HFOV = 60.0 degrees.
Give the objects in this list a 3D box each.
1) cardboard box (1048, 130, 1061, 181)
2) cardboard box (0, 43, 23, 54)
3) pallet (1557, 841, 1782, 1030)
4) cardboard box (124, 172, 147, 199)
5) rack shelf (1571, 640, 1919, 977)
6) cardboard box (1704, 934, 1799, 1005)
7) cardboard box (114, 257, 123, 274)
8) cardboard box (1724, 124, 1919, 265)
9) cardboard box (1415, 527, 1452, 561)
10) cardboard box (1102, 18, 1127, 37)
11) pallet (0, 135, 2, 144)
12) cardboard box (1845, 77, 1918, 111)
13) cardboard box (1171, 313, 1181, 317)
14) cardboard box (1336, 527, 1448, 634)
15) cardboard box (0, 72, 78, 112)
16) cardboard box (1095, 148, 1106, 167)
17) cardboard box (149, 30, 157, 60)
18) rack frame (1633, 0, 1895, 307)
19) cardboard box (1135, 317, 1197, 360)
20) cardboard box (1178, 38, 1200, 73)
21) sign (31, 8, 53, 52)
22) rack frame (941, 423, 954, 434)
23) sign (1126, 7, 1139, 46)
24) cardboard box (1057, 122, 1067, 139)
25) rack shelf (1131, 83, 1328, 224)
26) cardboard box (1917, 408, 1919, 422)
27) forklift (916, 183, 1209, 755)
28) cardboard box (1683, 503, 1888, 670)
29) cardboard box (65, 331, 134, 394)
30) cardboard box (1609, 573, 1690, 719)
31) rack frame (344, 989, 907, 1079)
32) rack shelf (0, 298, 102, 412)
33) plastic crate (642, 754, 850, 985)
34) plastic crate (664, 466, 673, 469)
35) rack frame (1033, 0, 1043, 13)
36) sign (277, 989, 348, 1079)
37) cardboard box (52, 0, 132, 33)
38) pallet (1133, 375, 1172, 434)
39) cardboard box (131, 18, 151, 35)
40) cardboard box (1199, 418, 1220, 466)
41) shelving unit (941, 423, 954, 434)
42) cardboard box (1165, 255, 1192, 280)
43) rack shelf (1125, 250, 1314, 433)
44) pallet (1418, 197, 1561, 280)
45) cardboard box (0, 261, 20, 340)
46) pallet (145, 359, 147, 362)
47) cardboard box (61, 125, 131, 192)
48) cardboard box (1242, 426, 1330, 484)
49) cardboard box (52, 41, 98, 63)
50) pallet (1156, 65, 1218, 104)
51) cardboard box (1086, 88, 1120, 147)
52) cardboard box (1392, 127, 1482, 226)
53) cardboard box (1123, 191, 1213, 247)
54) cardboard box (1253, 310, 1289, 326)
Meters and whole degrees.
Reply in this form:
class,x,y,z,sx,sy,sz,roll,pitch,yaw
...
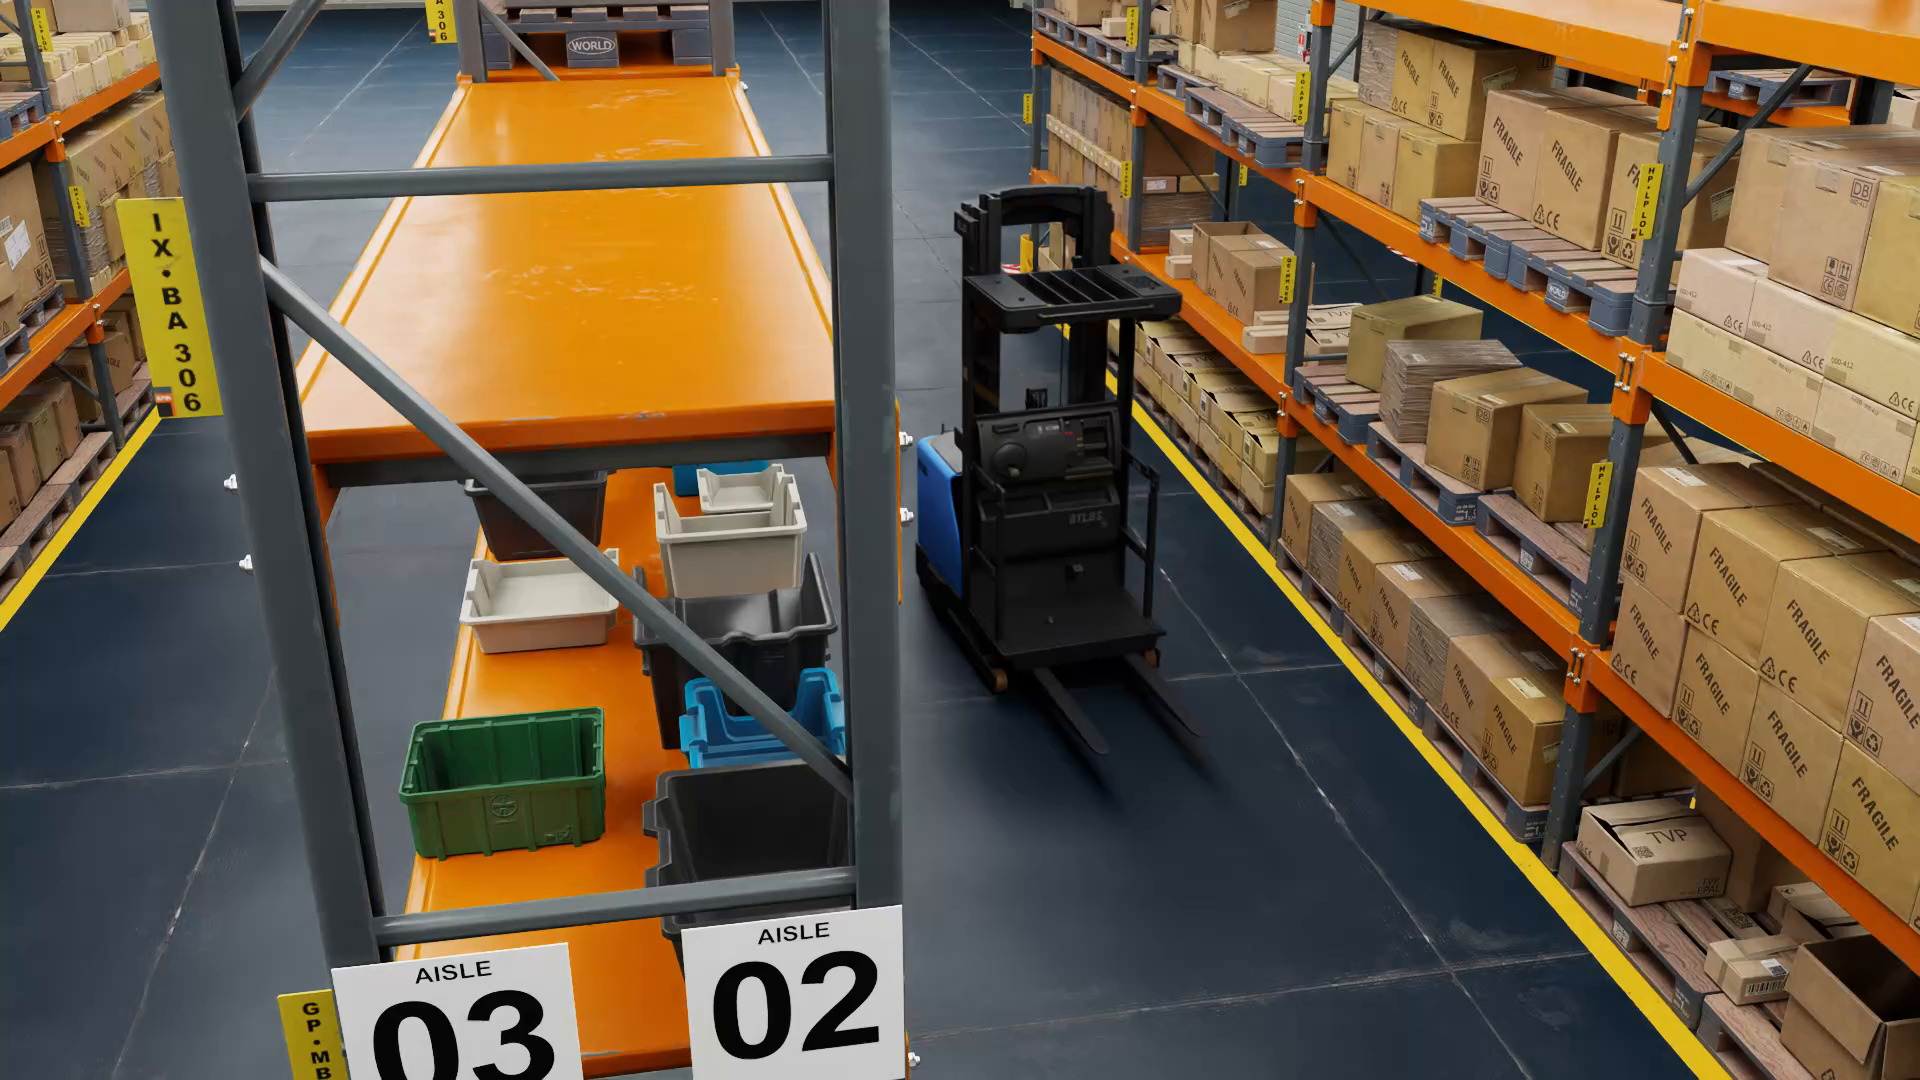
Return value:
class,x,y,z,sx,sy,sz,roll,pitch,yaw
cardboard box,1.380,-4.299,18.464,0.700,0.500,0.500,-4,24,-10
cardboard box,-8.177,-4.146,14.179,0.380,0.149,0.250,-3,24,-8
pallet,3.651,1.830,8.039,1.003,0.211,1.213,-4,24,-10
cardboard box,-8.014,-3.085,15.312,0.875,0.500,0.500,-4,24,-10
rack shelf,3.895,1.398,6.442,1.077,0.370,4.000,-4,24,-10
cardboard box,3.560,1.899,7.386,0.380,0.166,0.250,-4,24,-10
cardboard box,-7.597,-2.418,14.595,0.380,0.149,0.250,-4,24,-10
cardboard box,3.653,-1.408,6.847,0.700,0.500,0.500,-4,24,-10
cardboard box,3.285,0.207,10.845,0.500,0.500,0.500,-5,24,-12
cardboard box,1.554,-4.835,15.682,0.380,0.149,0.250,-4,24,-10
pallet,-7.486,-2.763,11.559,1.213,0.211,1.003,-4,24,-10
cardboard box,7.504,-3.607,13.103,0.797,0.503,0.637,-1,24,-2
cardboard box,2.268,-2.346,16.091,0.500,0.500,0.500,-4,24,-10
cardboard box,2.779,0.256,10.733,0.500,0.500,0.500,-5,24,-10
cardboard box,-7.522,-3.635,13.507,0.500,0.250,0.500,-5,24,-12
cardboard box,1.552,-3.799,16.507,0.380,0.149,0.250,-4,24,-8
cardboard box,-8.091,-4.842,16.270,0.500,0.250,0.500,-4,24,-9
rack frame,3.525,-2.467,6.899,1.000,3.000,0.127,-4,24,-10
cardboard box,1.877,-1.873,15.244,0.500,0.311,0.500,-4,24,-10
cardboard box,2.150,-4.120,14.093,0.500,0.250,0.500,-2,24,-4
sign,-7.146,-3.968,12.943,0.100,0.325,0.005,-4,24,-10
rack frame,-0.017,-0.449,12.397,0.240,0.900,0.006,-4,24,-10
sign,1.501,-4.471,14.489,0.100,0.325,0.005,-4,24,-10
cardboard box,1.263,-4.409,17.905,0.380,0.149,0.250,-4,24,-10
rack shelf,2.416,-3.123,13.047,1.077,0.370,4.000,-4,24,-10
cardboard box,3.639,-0.453,5.596,0.500,0.250,0.500,-4,24,-10
forklift,0.626,-0.569,10.133,1.130,2.935,3.031,-7,25,-16
cardboard box,3.432,0.187,6.943,0.500,0.500,0.500,-5,24,-11
cardboard box,-7.838,-1.565,14.927,0.500,0.500,0.500,3,24,7
cardboard box,3.352,0.457,7.574,0.500,0.500,0.500,-4,24,-8
rack frame,-0.604,2.220,3.661,1.000,3.000,0.127,-4,24,-10
rack shelf,-7.320,-1.017,11.972,1.077,0.370,4.000,-4,24,-10
plastic crate,-0.401,0.734,3.481,0.497,0.269,0.590,-4,24,-10
plastic crate,-0.968,-0.486,6.375,0.450,0.188,0.662,-4,24,-10
rack frame,1.306,-7.187,17.706,1.000,3.000,0.127,-4,24,-10
sign,-1.141,0.941,2.974,0.100,0.325,0.005,-4,24,-10
cardboard box,-7.895,-4.901,15.098,0.500,0.500,0.500,-4,24,-10
pallet,2.220,-1.300,15.205,1.003,0.211,1.213,-4,24,-10
cardboard box,-7.981,-4.898,15.902,0.380,0.149,0.250,-5,24,-12
cardboard box,2.260,-0.813,13.518,0.500,0.250,0.500,-4,24,-9
shelving unit,0.001,-0.409,12.305,0.258,0.900,0.210,-4,24,-10
cardboard box,2.009,-2.386,14.522,0.380,0.149,0.250,-4,24,-10
rack shelf,2.416,-1.748,13.647,1.077,0.370,4.000,-4,24,-10
pallet,3.279,-1.676,9.069,1.213,0.211,1.003,-4,24,-10
cardboard box,-7.279,-1.698,11.979,0.797,0.503,0.637,-2,24,-4
pallet,-8.300,-2.077,16.983,1.003,0.211,1.213,-4,24,-10
cardboard box,-7.710,-3.363,14.698,0.500,0.500,0.500,-4,24,-10
cardboard box,2.447,-0.669,12.486,0.500,0.311,0.500,-4,24,-8
cardboard box,-7.644,-4.185,14.268,0.380,0.149,0.250,-5,24,-11
pallet,2.222,-3.806,13.950,0.805,0.209,1.217,-5,24,-12
cardboard box,1.679,-4.271,16.779,0.700,0.500,0.500,-4,24,-10
cardboard box,3.090,-2.138,9.767,0.910,0.500,0.500,-4,24,-10
cardboard box,1.958,-3.085,15.683,0.700,0.500,0.500,-5,24,-11
cardboard box,2.494,-1.674,12.891,0.380,0.149,0.250,-3,24,-6
